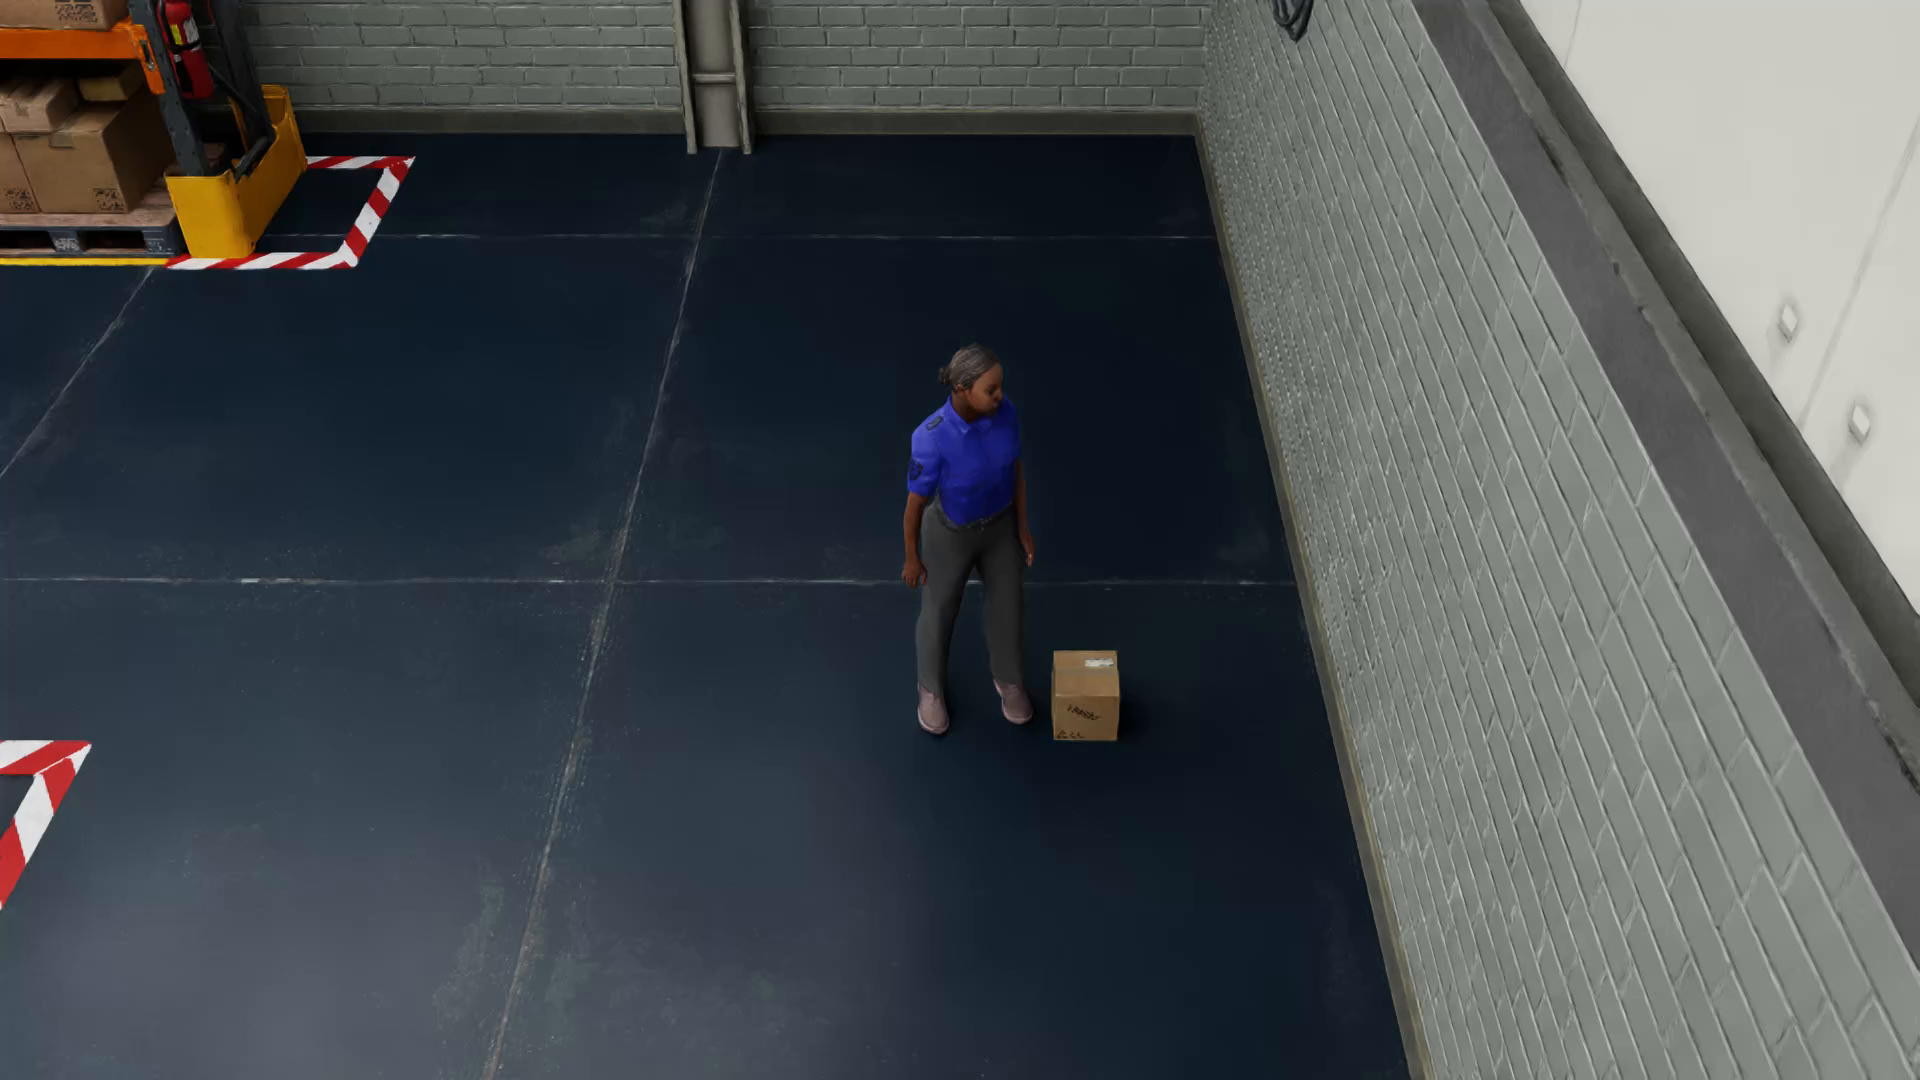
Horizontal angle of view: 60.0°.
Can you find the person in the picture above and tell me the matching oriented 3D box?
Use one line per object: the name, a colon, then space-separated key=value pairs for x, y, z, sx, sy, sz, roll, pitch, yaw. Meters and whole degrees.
person: x=0.050 y=0.027 z=6.097 sx=0.495 sy=1.665 sz=0.463 roll=-23 pitch=45 yaw=-25
